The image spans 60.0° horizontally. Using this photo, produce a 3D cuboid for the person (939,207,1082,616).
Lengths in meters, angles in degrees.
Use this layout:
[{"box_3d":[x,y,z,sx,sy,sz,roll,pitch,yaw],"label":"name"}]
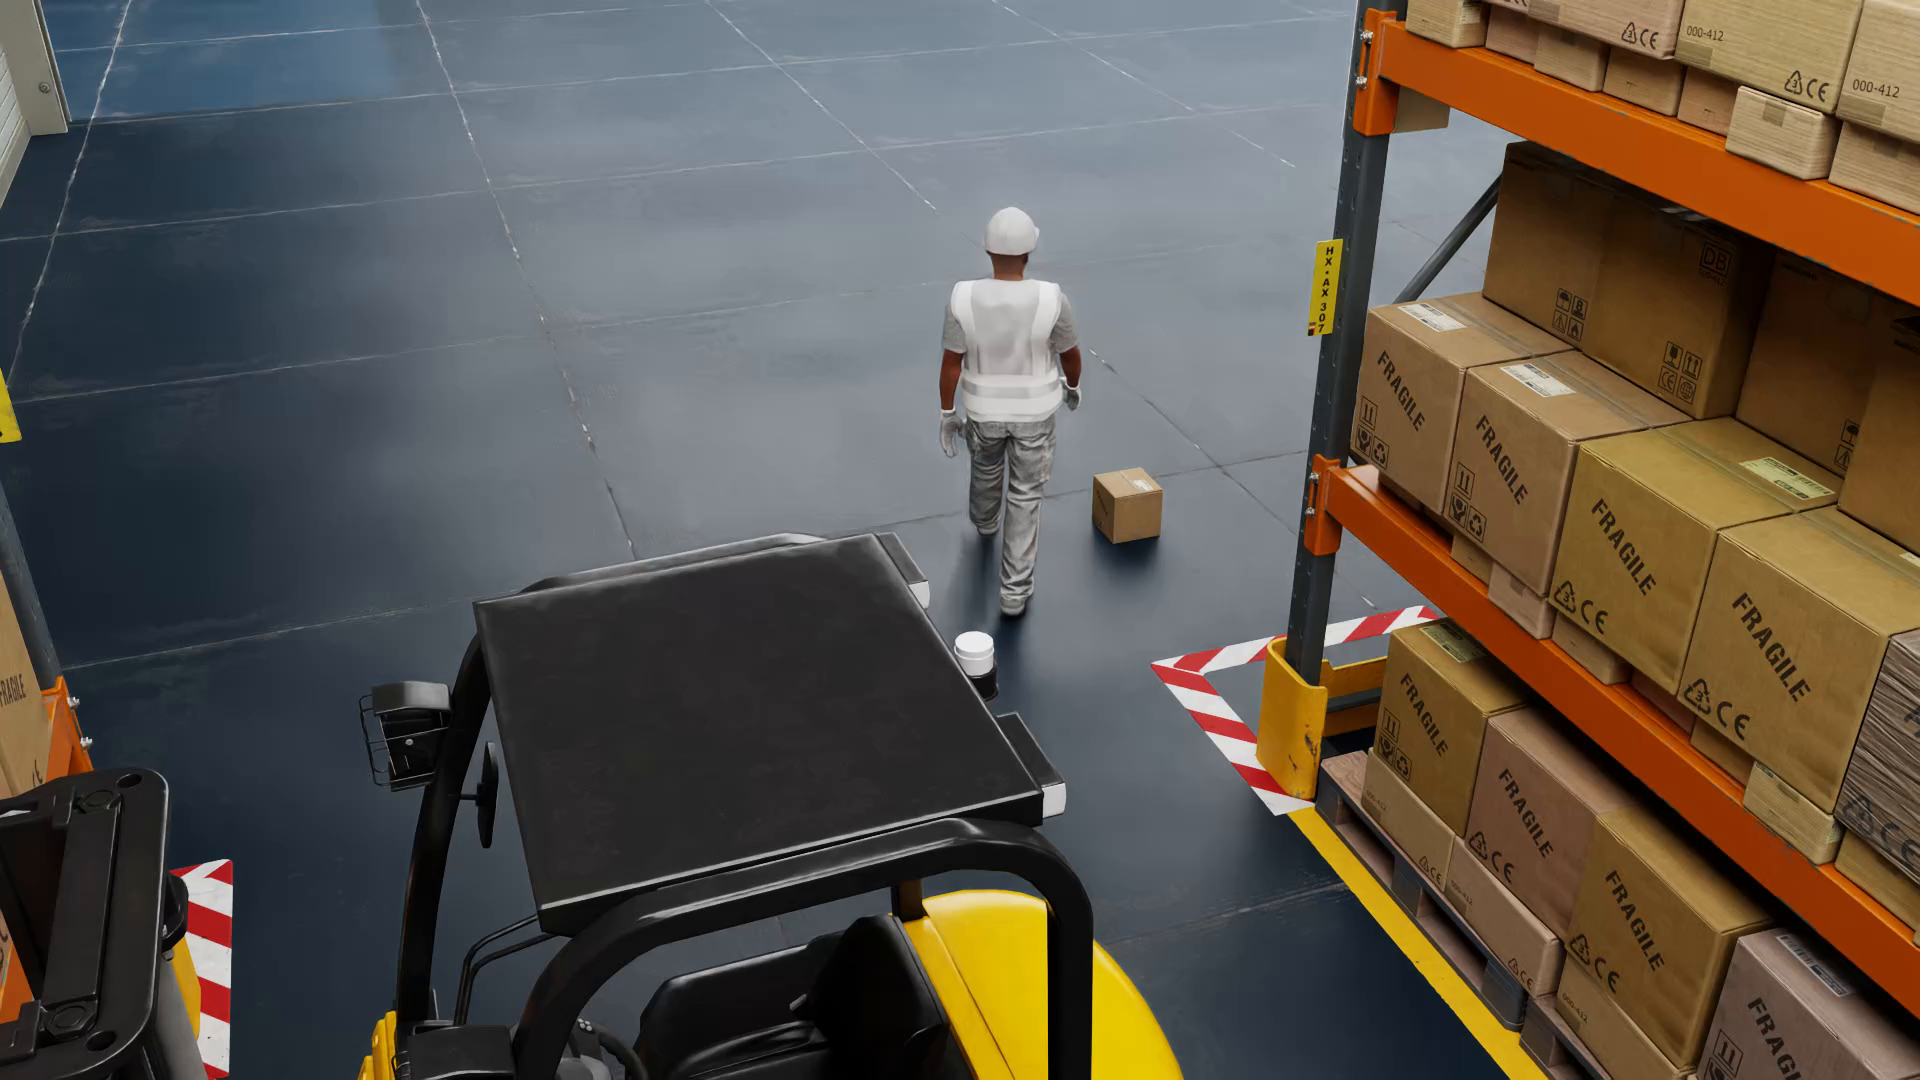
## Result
[{"box_3d":[0.250,-0.654,7.236,0.573,1.736,0.946,6,30,11],"label":"person"}]
